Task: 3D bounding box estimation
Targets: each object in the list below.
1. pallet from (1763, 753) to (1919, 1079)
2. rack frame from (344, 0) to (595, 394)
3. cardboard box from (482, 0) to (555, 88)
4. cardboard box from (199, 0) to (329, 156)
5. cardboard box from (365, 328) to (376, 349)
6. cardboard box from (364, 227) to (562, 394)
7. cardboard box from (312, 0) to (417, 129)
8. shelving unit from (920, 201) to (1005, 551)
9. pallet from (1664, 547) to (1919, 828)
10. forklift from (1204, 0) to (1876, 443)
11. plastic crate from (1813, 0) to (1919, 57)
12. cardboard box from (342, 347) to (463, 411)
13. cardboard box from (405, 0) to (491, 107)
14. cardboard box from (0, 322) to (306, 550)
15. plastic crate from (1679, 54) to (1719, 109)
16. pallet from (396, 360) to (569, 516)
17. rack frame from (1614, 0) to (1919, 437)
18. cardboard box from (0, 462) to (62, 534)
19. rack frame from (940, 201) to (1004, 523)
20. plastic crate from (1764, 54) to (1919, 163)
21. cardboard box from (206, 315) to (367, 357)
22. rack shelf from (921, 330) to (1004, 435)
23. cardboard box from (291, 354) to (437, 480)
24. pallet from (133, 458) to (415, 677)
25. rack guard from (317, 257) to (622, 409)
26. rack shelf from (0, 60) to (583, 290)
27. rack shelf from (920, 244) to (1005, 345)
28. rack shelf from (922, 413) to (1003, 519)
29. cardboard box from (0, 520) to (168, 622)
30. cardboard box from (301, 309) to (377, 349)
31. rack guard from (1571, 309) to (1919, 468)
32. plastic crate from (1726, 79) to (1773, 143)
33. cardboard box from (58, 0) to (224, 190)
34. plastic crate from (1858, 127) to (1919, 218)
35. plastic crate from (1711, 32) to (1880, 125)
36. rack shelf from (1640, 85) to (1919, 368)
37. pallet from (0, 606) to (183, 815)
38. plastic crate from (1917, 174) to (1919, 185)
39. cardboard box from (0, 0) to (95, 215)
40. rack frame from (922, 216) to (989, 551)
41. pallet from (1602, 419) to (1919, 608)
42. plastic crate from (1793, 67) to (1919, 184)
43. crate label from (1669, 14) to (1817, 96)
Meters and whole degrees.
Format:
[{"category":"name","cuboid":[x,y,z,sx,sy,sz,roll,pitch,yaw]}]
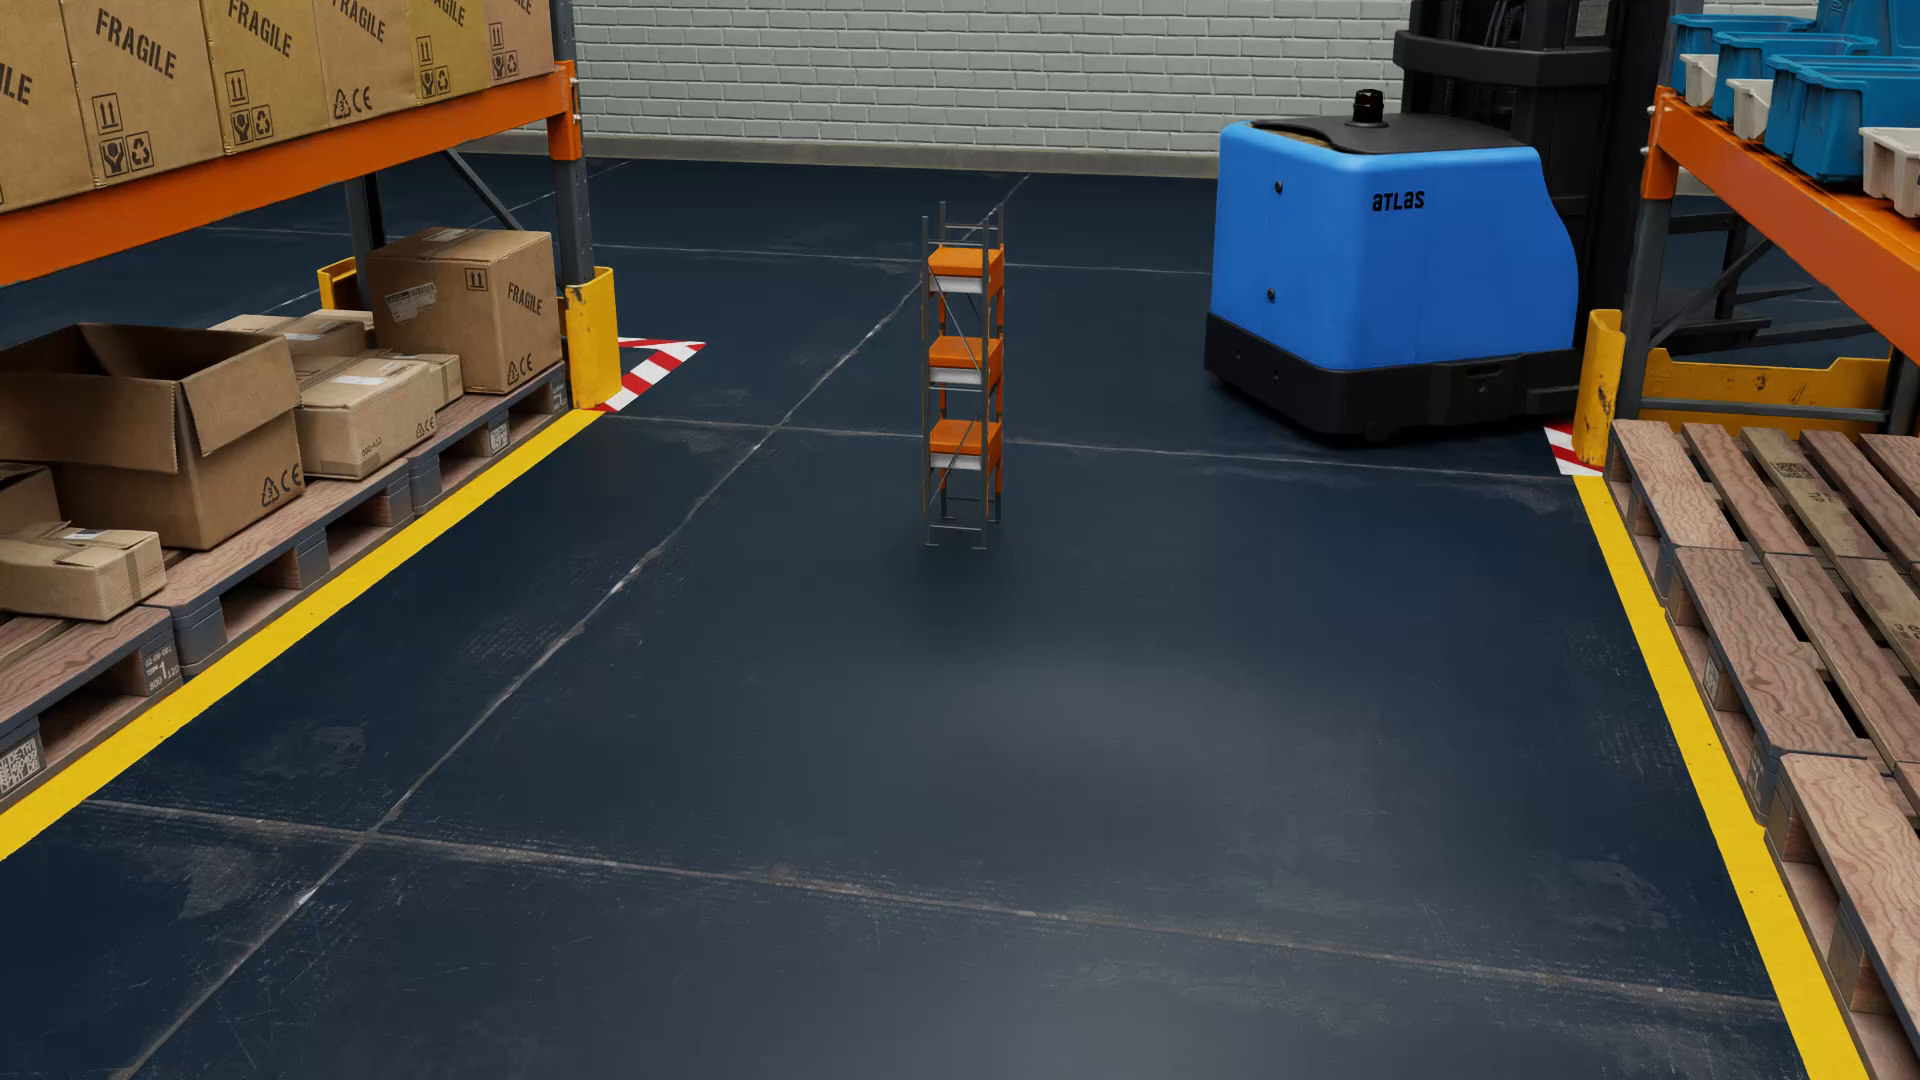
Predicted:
[{"category":"pallet","cuboid":[2.159,0.818,3.041,1.003,0.211,1.213,4,22,11]},{"category":"rack frame","cuboid":[-1.985,-2.046,6.418,1.000,3.000,0.127,4,22,11]},{"category":"cardboard box","cuboid":[-1.810,-1.908,5.941,0.500,0.500,0.500,5,23,13]},{"category":"cardboard box","cuboid":[-2.122,-1.351,4.560,0.500,0.500,0.500,4,22,10]},{"category":"cardboard box","cuboid":[-2.458,-0.717,6.323,0.380,0.166,0.250,4,22,11]},{"category":"cardboard box","cuboid":[-1.855,-0.873,6.262,0.500,0.500,0.500,4,22,11]},{"category":"cardboard box","cuboid":[-2.019,-1.536,5.017,0.500,0.500,0.500,5,22,11]},{"category":"shelving unit","cuboid":[0.011,-0.507,5.206,0.215,1.050,0.252,4,22,11]},{"category":"pallet","cuboid":[2.406,0.370,4.152,1.003,0.211,1.213,4,22,11]},{"category":"forklift","cuboid":[2.594,-2.037,6.489,3.031,2.935,1.130,-7,23,-18]},{"category":"plastic crate","cuboid":[2.978,-1.574,5.120,0.616,0.435,0.499,4,22,11]},{"category":"cardboard box","cuboid":[-2.025,-0.577,5.974,0.380,0.166,0.250,4,22,11]},{"category":"cardboard box","cuboid":[-1.912,-1.718,5.469,0.500,0.500,0.500,5,22,11]},{"category":"cardboard box","cuboid":[-2.423,-0.316,4.877,0.797,0.503,0.637,4,22,11]},{"category":"plastic crate","cuboid":[2.344,-1.396,5.077,0.250,0.136,0.298,4,22,11]},{"category":"pallet","cuboid":[-2.162,-0.433,6.146,1.003,0.211,1.213,4,22,11]},{"category":"rack frame","cuboid":[2.864,-1.667,5.477,1.000,3.000,0.127,4,22,11]},{"category":"cardboard box","cuboid":[-2.809,-0.044,4.458,0.500,0.311,0.500,4,22,11]},{"category":"rack frame","cuboid":[0.036,-0.551,5.317,0.200,1.050,0.008,4,22,11]},{"category":"plastic crate","cuboid":[2.222,-1.070,4.139,0.416,0.233,0.300,4,22,11]},{"category":"cardboard box","cuboid":[-2.475,-0.614,5.955,0.500,0.250,0.500,4,22,11]},{"category":"rack shelf","cuboid":[0.011,-0.497,5.210,0.215,0.259,0.240,4,22,11]},{"category":"cardboard box","cuboid":[-2.078,-0.412,5.452,0.500,0.250,0.500,4,22,11]},{"category":"pallet","cuboid":[-2.413,0.012,5.041,1.003,0.211,1.213,4,22,11]},{"category":"rack guard","cuboid":[-2.000,-0.858,6.816,1.175,0.500,0.348,4,22,11]},{"category":"rack shelf","cuboid":[-2.393,-0.981,4.736,1.077,0.370,4.000,4,22,11]},{"category":"rack shelf","cuboid":[0.011,-0.760,5.104,0.215,0.259,0.240,4,22,11]},{"category":"rack shelf","cuboid":[0.011,-0.239,5.314,0.215,0.259,0.240,4,22,11]},{"category":"cardboard box","cuboid":[-2.337,0.073,4.360,0.380,0.166,0.250,4,22,11]},{"category":"cardboard box","cuboid":[-2.407,-0.800,6.553,0.380,0.149,0.250,4,22,11]},{"category":"rack guard","cuboid":[2.856,-0.517,5.968,1.175,0.500,0.348,4,22,11]},{"category":"plastic crate","cuboid":[2.206,-1.148,4.461,0.250,0.136,0.298,4,22,11]},{"category":"cardboard box","cuboid":[-2.225,-1.165,4.098,0.500,0.500,0.500,4,22,11]},{"category":"plastic crate","cuboid":[2.108,-0.769,3.521,0.293,0.136,0.466,4,22,11]},{"category":"plastic crate","cuboid":[2.357,-1.311,4.737,0.416,0.233,0.300,4,22,11]},{"category":"rack shelf","cuboid":[2.455,-0.602,3.795,1.077,0.370,4.000,4,22,11]},{"category":"pallet","cuboid":[-2.660,0.460,3.930,1.003,0.211,1.213,4,22,11]},{"category":"plastic crate","cuboid":[2.013,-0.534,2.952,0.437,0.125,0.590,4,22,11]},{"category":"cardboard box","cuboid":[-2.329,-0.982,3.644,0.500,0.500,0.500,5,22,12]},{"category":"rack frame","cuboid":[-0.014,-0.462,5.095,0.200,1.050,0.008,4,22,11]},{"category":"pallet","cuboid":[2.657,-0.075,5.256,1.003,0.211,1.213,4,22,11]},{"category":"plastic crate","cuboid":[2.161,-0.960,3.867,0.416,0.233,0.300,4,22,11]},{"category":"crate label","cuboid":[2.491,-1.552,5.335,0.416,0.233,0.303,4,22,11]}]
